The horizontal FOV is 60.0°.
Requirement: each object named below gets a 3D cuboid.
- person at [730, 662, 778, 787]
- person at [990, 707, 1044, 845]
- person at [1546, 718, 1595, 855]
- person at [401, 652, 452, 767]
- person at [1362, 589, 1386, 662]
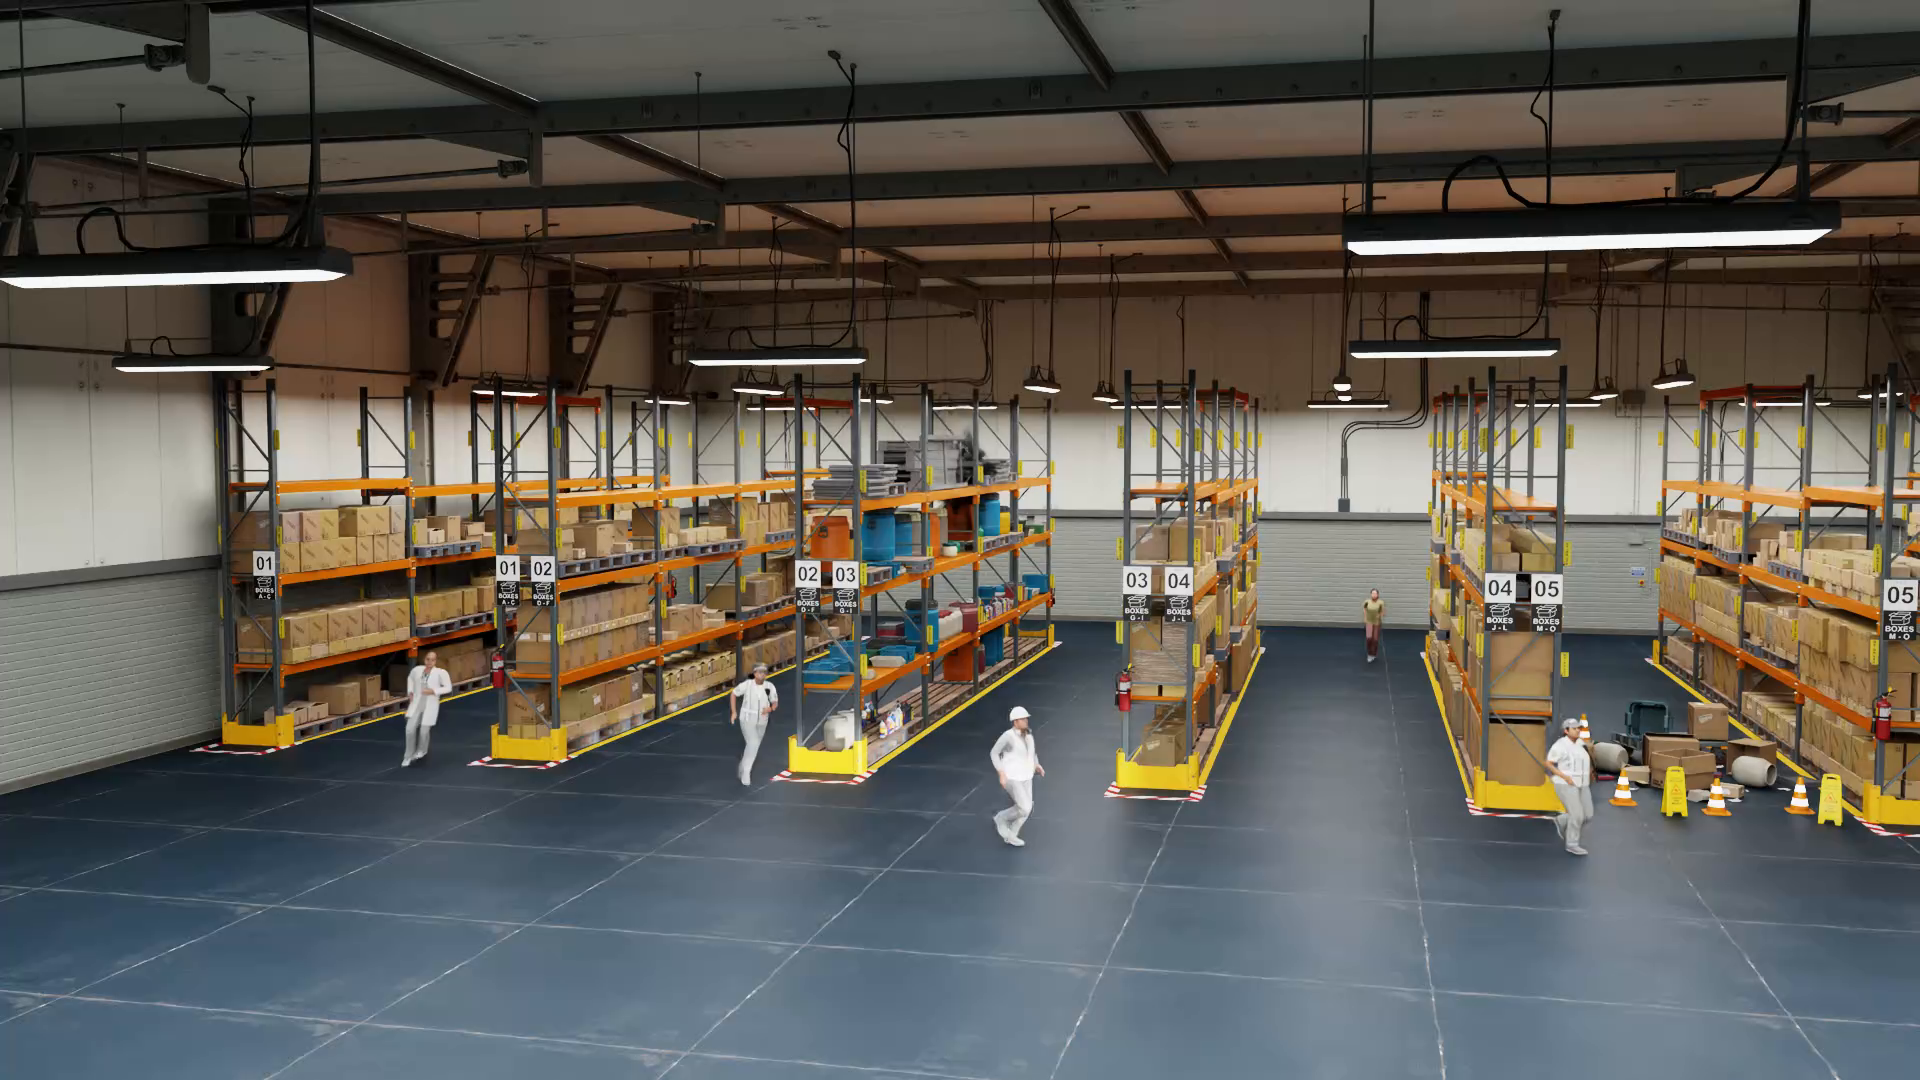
[{"bbox_3d":[-2.979,2.665,24.332,0.660,1.756,0.677,-2,4,-26],"label":"person"},{"bbox_3d":[0.736,2.913,20.461,0.610,1.724,0.646,3,5,45],"label":"person"},{"bbox_3d":[7.427,2.977,20.253,0.609,1.618,0.600,-2,4,-26],"label":"person"},{"bbox_3d":[-8.248,2.626,25.820,0.749,1.809,0.756,0,3,-5],"label":"person"},{"bbox_3d":[9.375,1.928,37.664,0.491,1.680,0.784,1,3,9],"label":"person"}]
